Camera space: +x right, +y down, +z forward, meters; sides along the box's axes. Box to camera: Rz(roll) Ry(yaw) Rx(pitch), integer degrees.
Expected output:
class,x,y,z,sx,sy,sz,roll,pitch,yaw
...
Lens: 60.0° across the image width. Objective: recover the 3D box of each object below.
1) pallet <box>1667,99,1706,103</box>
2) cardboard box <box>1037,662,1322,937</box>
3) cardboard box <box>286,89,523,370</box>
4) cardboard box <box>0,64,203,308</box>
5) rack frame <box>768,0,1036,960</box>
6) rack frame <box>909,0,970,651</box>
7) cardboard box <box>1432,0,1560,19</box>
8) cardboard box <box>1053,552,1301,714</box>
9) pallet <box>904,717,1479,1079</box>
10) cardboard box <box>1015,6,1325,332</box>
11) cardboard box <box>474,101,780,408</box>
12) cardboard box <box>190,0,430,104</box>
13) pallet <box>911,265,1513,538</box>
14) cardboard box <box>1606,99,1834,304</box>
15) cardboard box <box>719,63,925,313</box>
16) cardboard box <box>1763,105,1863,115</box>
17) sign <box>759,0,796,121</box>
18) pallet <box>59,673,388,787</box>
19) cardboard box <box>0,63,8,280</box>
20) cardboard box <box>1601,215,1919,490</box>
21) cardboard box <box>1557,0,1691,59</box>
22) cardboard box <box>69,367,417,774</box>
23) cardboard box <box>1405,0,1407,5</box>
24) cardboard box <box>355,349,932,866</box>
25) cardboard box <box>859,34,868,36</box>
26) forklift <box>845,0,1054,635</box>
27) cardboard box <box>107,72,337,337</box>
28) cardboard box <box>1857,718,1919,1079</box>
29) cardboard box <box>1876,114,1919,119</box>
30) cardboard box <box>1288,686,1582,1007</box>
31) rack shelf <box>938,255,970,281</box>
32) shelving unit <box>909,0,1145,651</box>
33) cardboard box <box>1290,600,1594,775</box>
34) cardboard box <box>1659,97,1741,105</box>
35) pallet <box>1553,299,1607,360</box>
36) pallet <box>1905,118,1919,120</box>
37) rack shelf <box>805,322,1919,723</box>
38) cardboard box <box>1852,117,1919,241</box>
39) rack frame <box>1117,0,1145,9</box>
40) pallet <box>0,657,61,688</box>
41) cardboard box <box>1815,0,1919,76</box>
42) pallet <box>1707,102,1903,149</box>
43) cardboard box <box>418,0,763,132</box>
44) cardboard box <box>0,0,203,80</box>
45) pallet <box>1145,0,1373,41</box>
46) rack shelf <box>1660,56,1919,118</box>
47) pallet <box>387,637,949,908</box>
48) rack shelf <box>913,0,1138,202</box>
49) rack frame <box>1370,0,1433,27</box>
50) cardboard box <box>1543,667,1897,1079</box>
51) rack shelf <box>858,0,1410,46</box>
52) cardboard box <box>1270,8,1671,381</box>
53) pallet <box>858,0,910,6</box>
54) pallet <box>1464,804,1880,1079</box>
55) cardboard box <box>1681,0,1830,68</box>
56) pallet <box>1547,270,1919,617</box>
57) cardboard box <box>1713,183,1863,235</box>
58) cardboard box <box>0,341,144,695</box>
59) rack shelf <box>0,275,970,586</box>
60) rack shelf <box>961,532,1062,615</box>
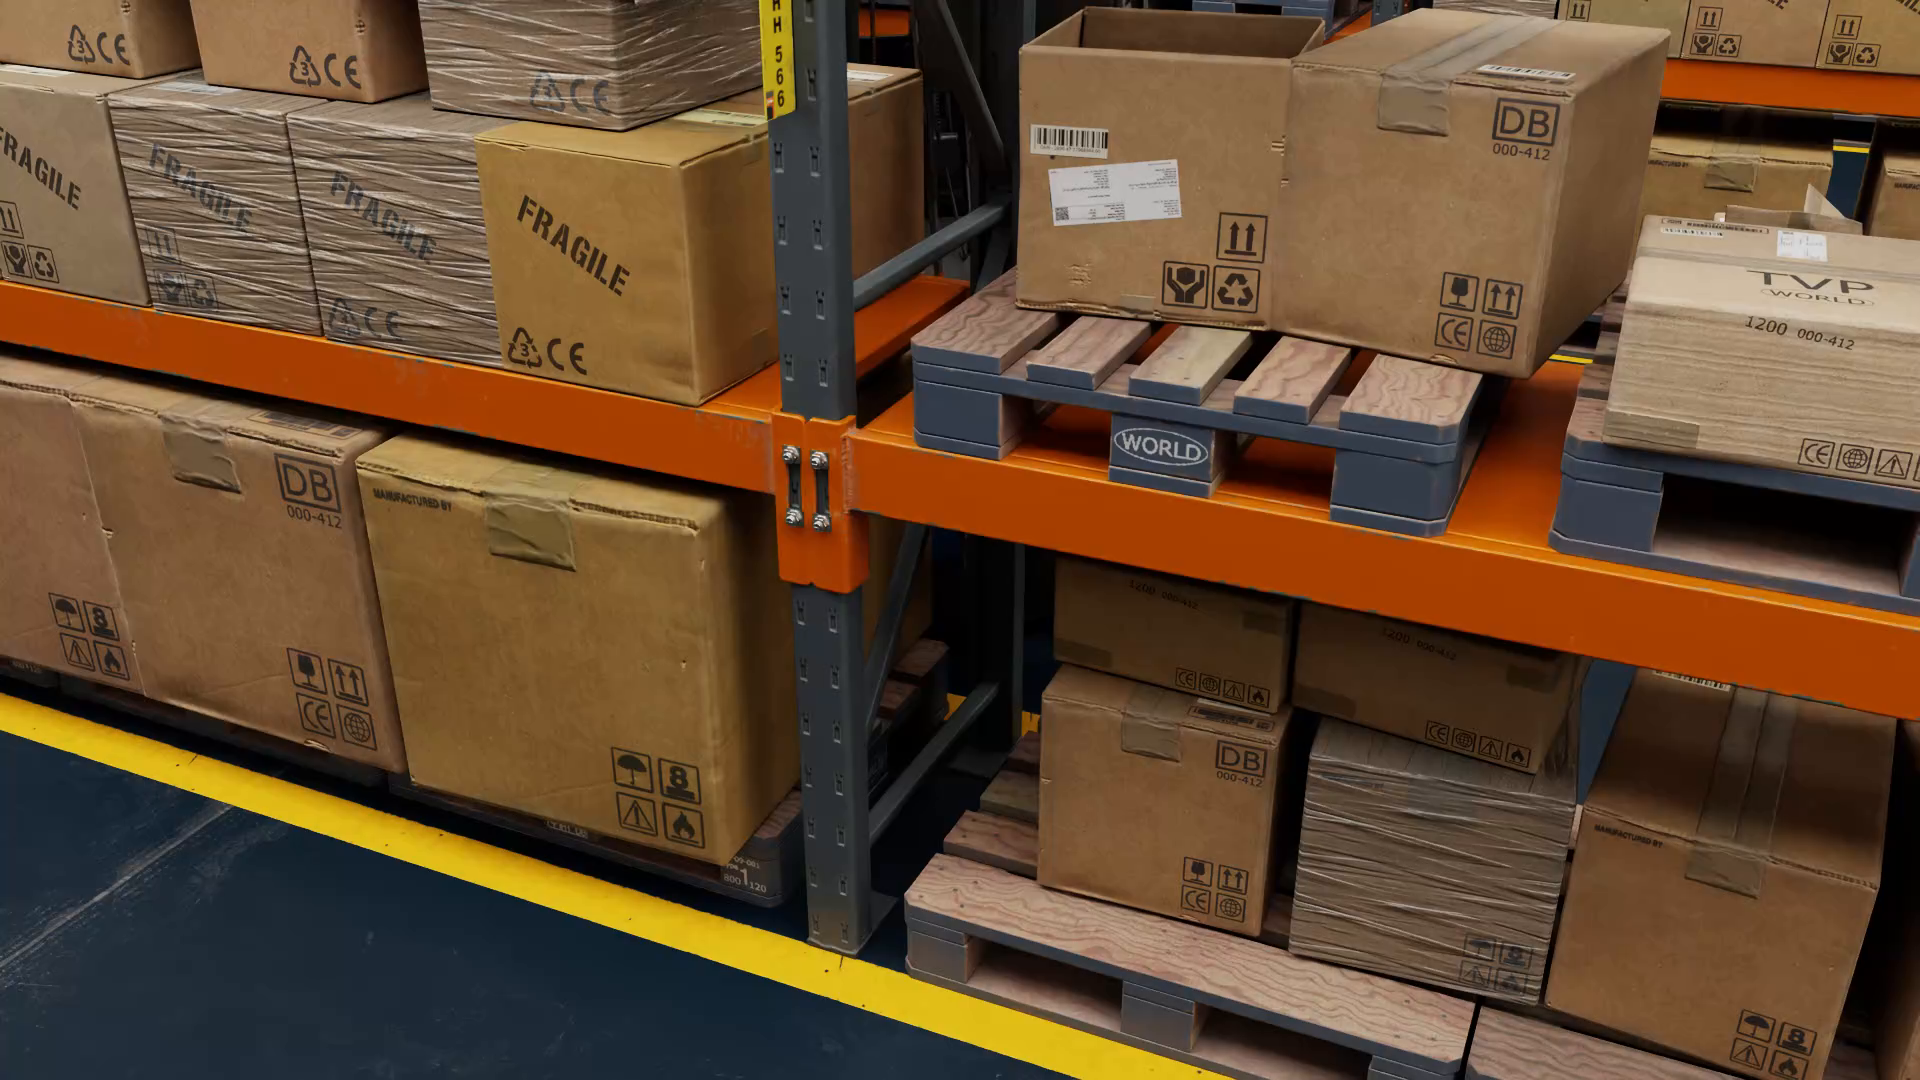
class,x,y,z,sx,sy,sz,roll,pitch,yaw
pallet,4.723,-3.189,11.988,1.213,0.211,1.003,11,28,22
cardboard box,0.529,0.440,3.792,0.500,0.500,0.700,10,28,19
cardboard box,-1.093,-0.728,3.719,0.500,0.500,0.500,11,28,21
cardboard box,-2.029,-0.915,4.099,0.500,0.500,0.500,12,29,23
rack frame,-0.089,-0.599,3.570,0.127,3.000,1.000,11,28,22
rack frame,0.006,-0.532,4.452,0.015,2.100,0.400,1,25,14
cardboard box,2.353,-2.429,7.174,0.500,0.500,0.500,12,29,22
cardboard box,0.533,0.099,3.635,0.500,0.250,0.500,13,29,24
pallet,0.621,0.796,3.894,1.213,0.211,1.003,11,28,22
cardboard box,0.419,-0.749,3.287,0.500,0.500,0.500,8,27,15
cardboard box,-0.641,-0.634,3.529,0.500,0.500,0.500,12,29,23
cardboard box,-1.340,-1.354,3.855,0.637,0.503,0.797,12,29,23
pallet,0.603,-0.425,3.435,1.003,0.211,1.213,11,28,22
cardboard box,3.370,-1.448,7.366,0.750,0.750,1.050,12,29,23
cardboard box,-0.419,-0.842,3.951,0.500,0.500,0.500,12,29,23
cardboard box,5.886,-3.213,11.379,0.625,0.372,0.950,12,29,23
sign,-0.316,-0.894,2.860,0.005,0.325,0.100,11,28,22
pallet,-1.882,0.254,4.994,1.213,0.211,1.003,11,28,22
cardboard box,-2.502,-1.007,4.286,0.500,0.500,0.500,11,28,21
cardboard box,1.341,-0.321,2.700,0.500,0.250,0.500,11,28,20
cardboard box,2.817,-2.337,6.987,0.500,0.500,0.500,11,28,21
cardboard box,-1.517,-0.134,4.557,0.875,0.875,1.225,11,28,22
cardboard box,3.418,-3.978,12.364,0.875,0.875,0.875,11,28,21
cardboard box,-0.709,0.032,4.220,0.875,0.875,1.225,10,28,19
cardboard box,-0.803,-2.675,9.292,0.500,0.250,0.500,11,28,20
forklift,-0.230,-1.646,5.774,1.130,2.935,3.031,-7,27,-15
cardboard box,-1.567,-0.821,3.909,0.500,0.500,0.500,10,28,20
cardboard box,2.066,0.739,3.185,0.500,0.500,0.700,9,28,17
cardboard box,6.520,-3.086,11.122,0.625,0.372,0.950,13,29,25
cardboard box,1.039,0.536,3.597,0.500,0.500,0.700,9,28,18
rack shelf,0.244,-0.514,4.399,0.480,0.518,0.431,1,25,14
shelving unit,0.243,-0.527,4.394,0.503,2.100,0.431,1,25,14
cardboard box,1.020,0.192,3.446,0.500,0.250,0.500,15,30,28
cardboard box,5.198,-3.354,11.665,0.625,0.372,0.950,11,28,21
pallet,2.742,-1.149,7.845,1.213,0.211,1.003,11,28,22
pallet,6.945,-2.743,11.082,1.213,0.211,1.003,11,28,22
rack shelf,1.731,0.090,2.986,4.000,0.370,1.077,11,28,22
cardboard box,4.218,-1.277,7.020,0.750,0.750,1.050,11,28,22
rack frame,0.480,-0.522,4.336,0.015,2.100,0.400,1,25,14
pallet,-2.997,0.032,5.446,1.213,0.211,1.003,11,28,22
cardboard box,3.728,-2.152,6.613,0.500,0.500,0.500,11,28,21
pallet,5.830,-2.965,11.534,1.213,0.211,1.003,11,28,22
cardboard box,-0.748,-1.234,3.611,0.637,0.503,0.797,12,29,24
cardboard box,-1.954,-1.474,4.099,0.637,0.503,0.797,12,29,23
pallet,1.363,-2.576,7.803,1.003,0.211,1.213,11,28,22
rack shelf,3.876,-1.886,6.999,4.000,0.370,1.077,11,28,22
pallet,-0.776,0.478,4.540,1.213,0.211,1.003,11,28,22
rack shelf,0.187,-1.150,4.111,0.480,0.518,0.431,1,25,14
rack frame,2.056,-2.574,7.583,0.127,3.000,1.000,11,28,22
cardboard box,1.558,0.637,3.392,0.500,0.500,0.700,14,29,26
rack shelf,0.235,-2.617,8.485,4.000,0.370,1.077,11,28,22
cardboard box,0.968,-0.687,3.162,0.500,0.500,0.700,16,30,29
pallet,0.237,-2.834,8.327,1.213,0.211,1.003,11,28,22
pallet,1.728,1.020,3.440,1.213,0.211,1.003,11,28,22
cardboard box,3.276,-2.244,6.800,0.500,0.500,0.500,11,28,22
pallet,1.730,-0.167,2.911,1.213,0.211,1.003,11,28,22
cardboard box,1.540,-0.530,3.108,0.258,0.266,0.396,11,28,20
cardboard box,-2.326,-0.293,4.879,0.875,0.875,1.225,10,28,20
rack shelf,-1.910,-0.642,4.472,4.000,0.370,1.077,11,28,22
rack shelf,0.302,0.121,4.688,0.480,0.518,0.431,1,25,14
